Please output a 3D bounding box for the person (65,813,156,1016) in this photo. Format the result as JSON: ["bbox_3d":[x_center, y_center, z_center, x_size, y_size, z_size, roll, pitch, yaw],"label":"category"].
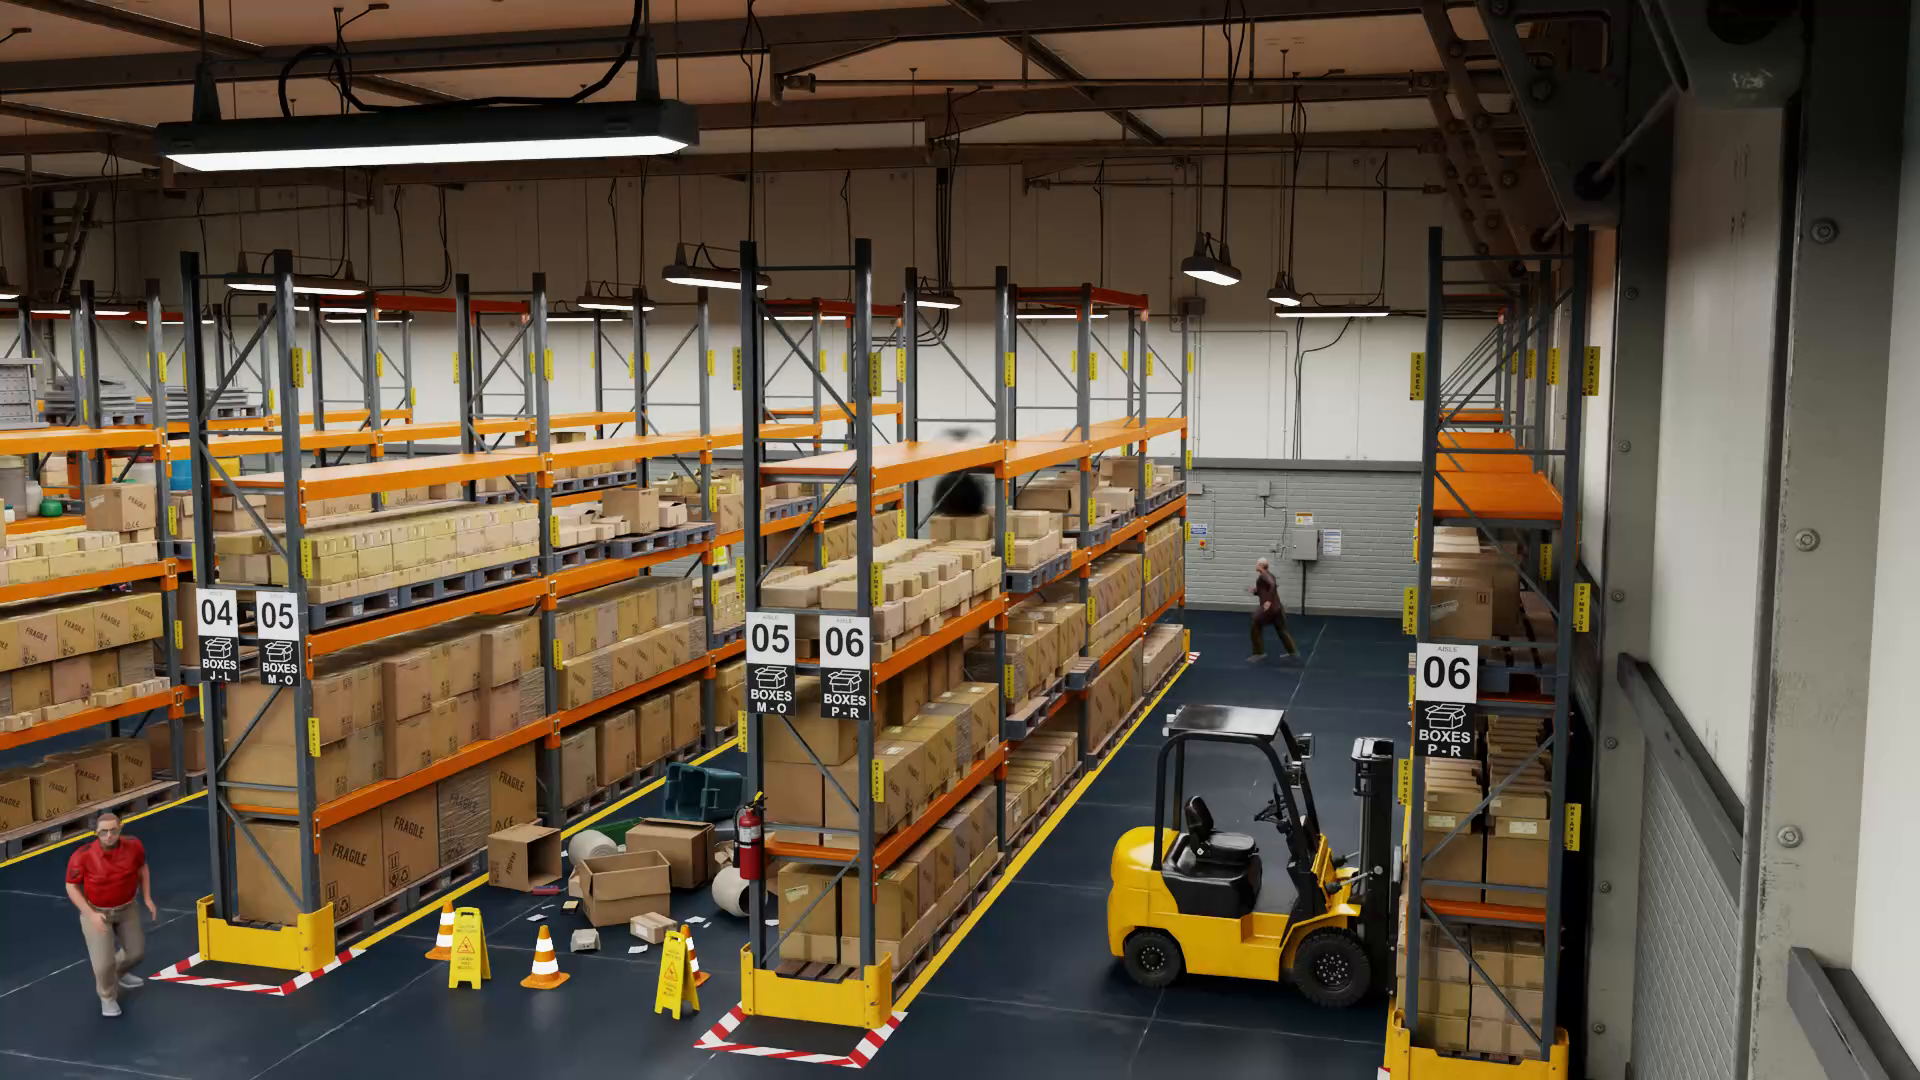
[{"bbox_3d":[-6.675,2.893,13.019,0.740,1.649,0.649,6,9,43],"label":"person"}]

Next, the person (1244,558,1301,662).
[{"bbox_3d":[5.214,1.190,27.857,1.065,1.760,0.699,5,8,38],"label":"person"}]

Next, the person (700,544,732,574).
[{"bbox_3d":[-4.911,0.537,33.516,0.681,1.808,0.842,-2,7,-15],"label":"person"}]
